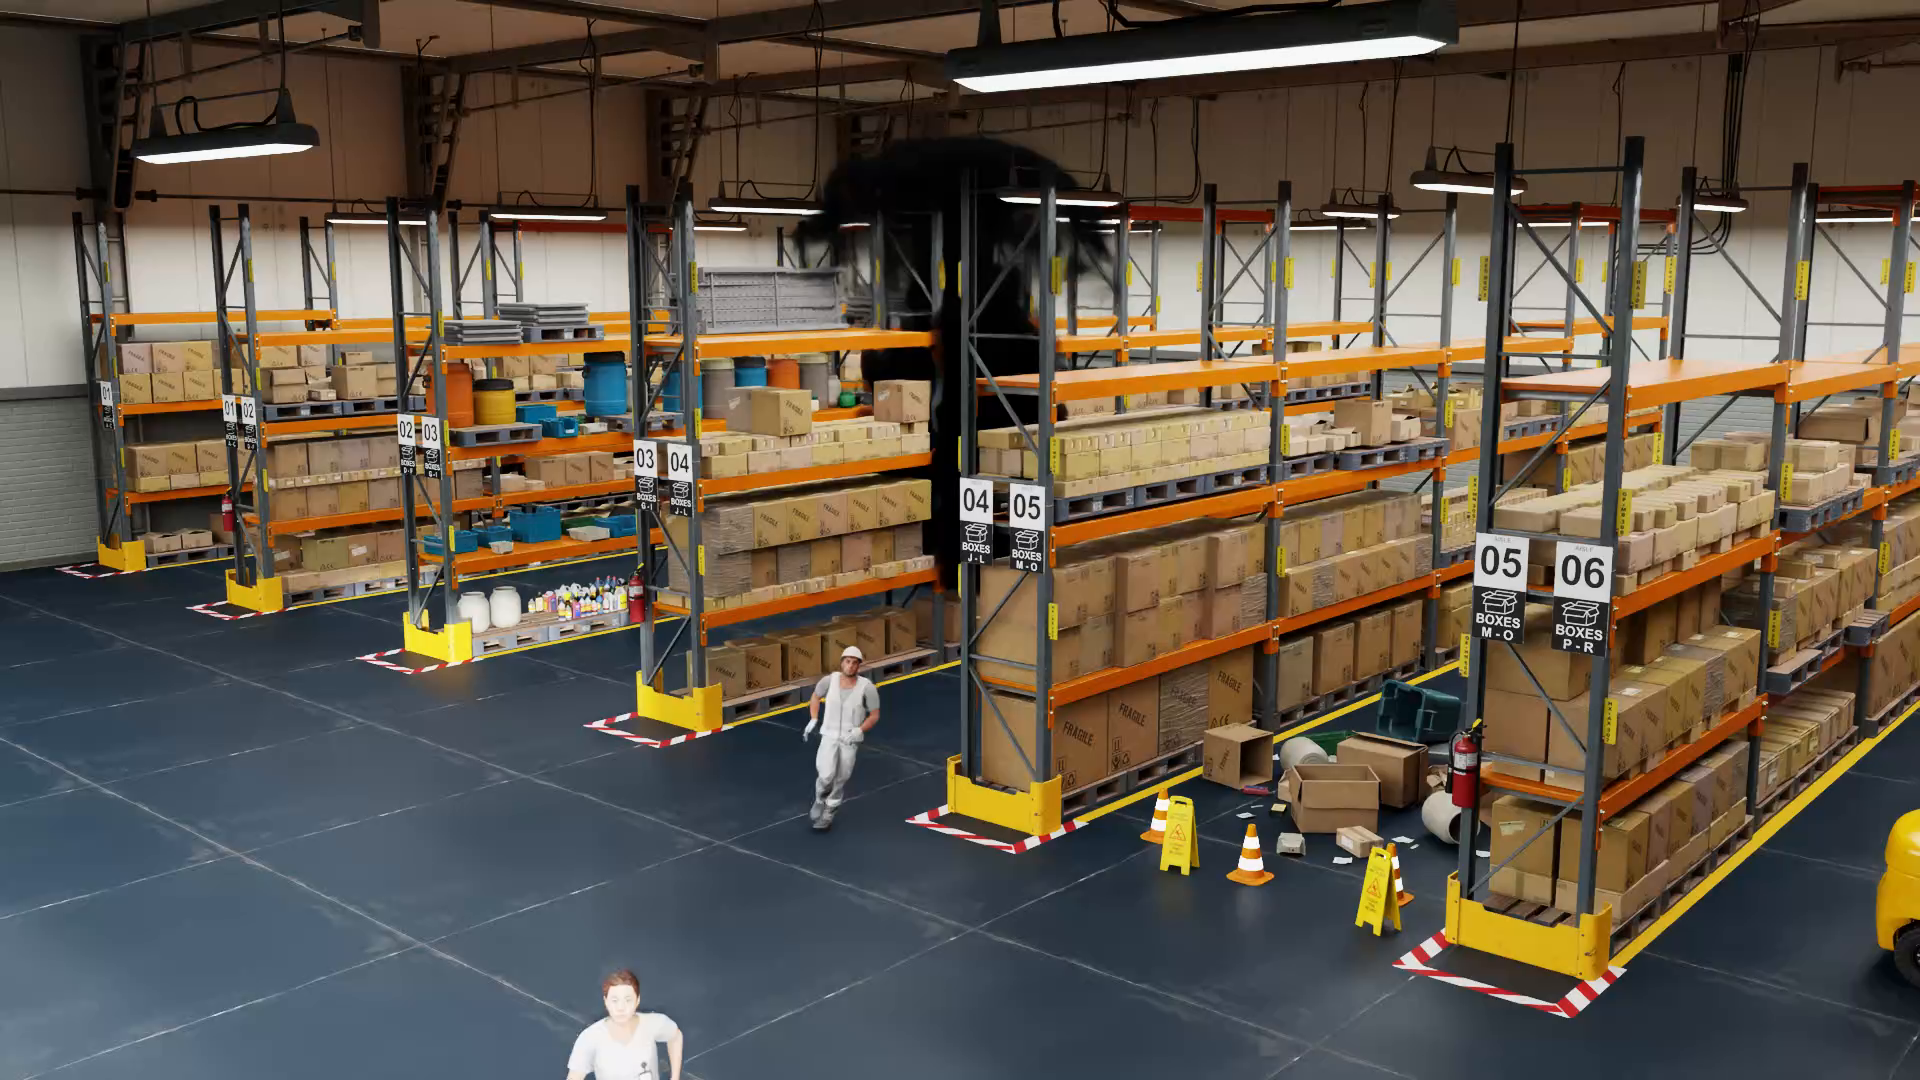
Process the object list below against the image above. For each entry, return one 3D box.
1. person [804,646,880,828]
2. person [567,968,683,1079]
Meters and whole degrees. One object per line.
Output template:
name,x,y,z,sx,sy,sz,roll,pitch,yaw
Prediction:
person,-1.081,1.817,15.157,0.705,1.714,0.552,1,9,3
person,-1.678,3.087,8.400,0.566,1.473,0.831,-1,10,-8
